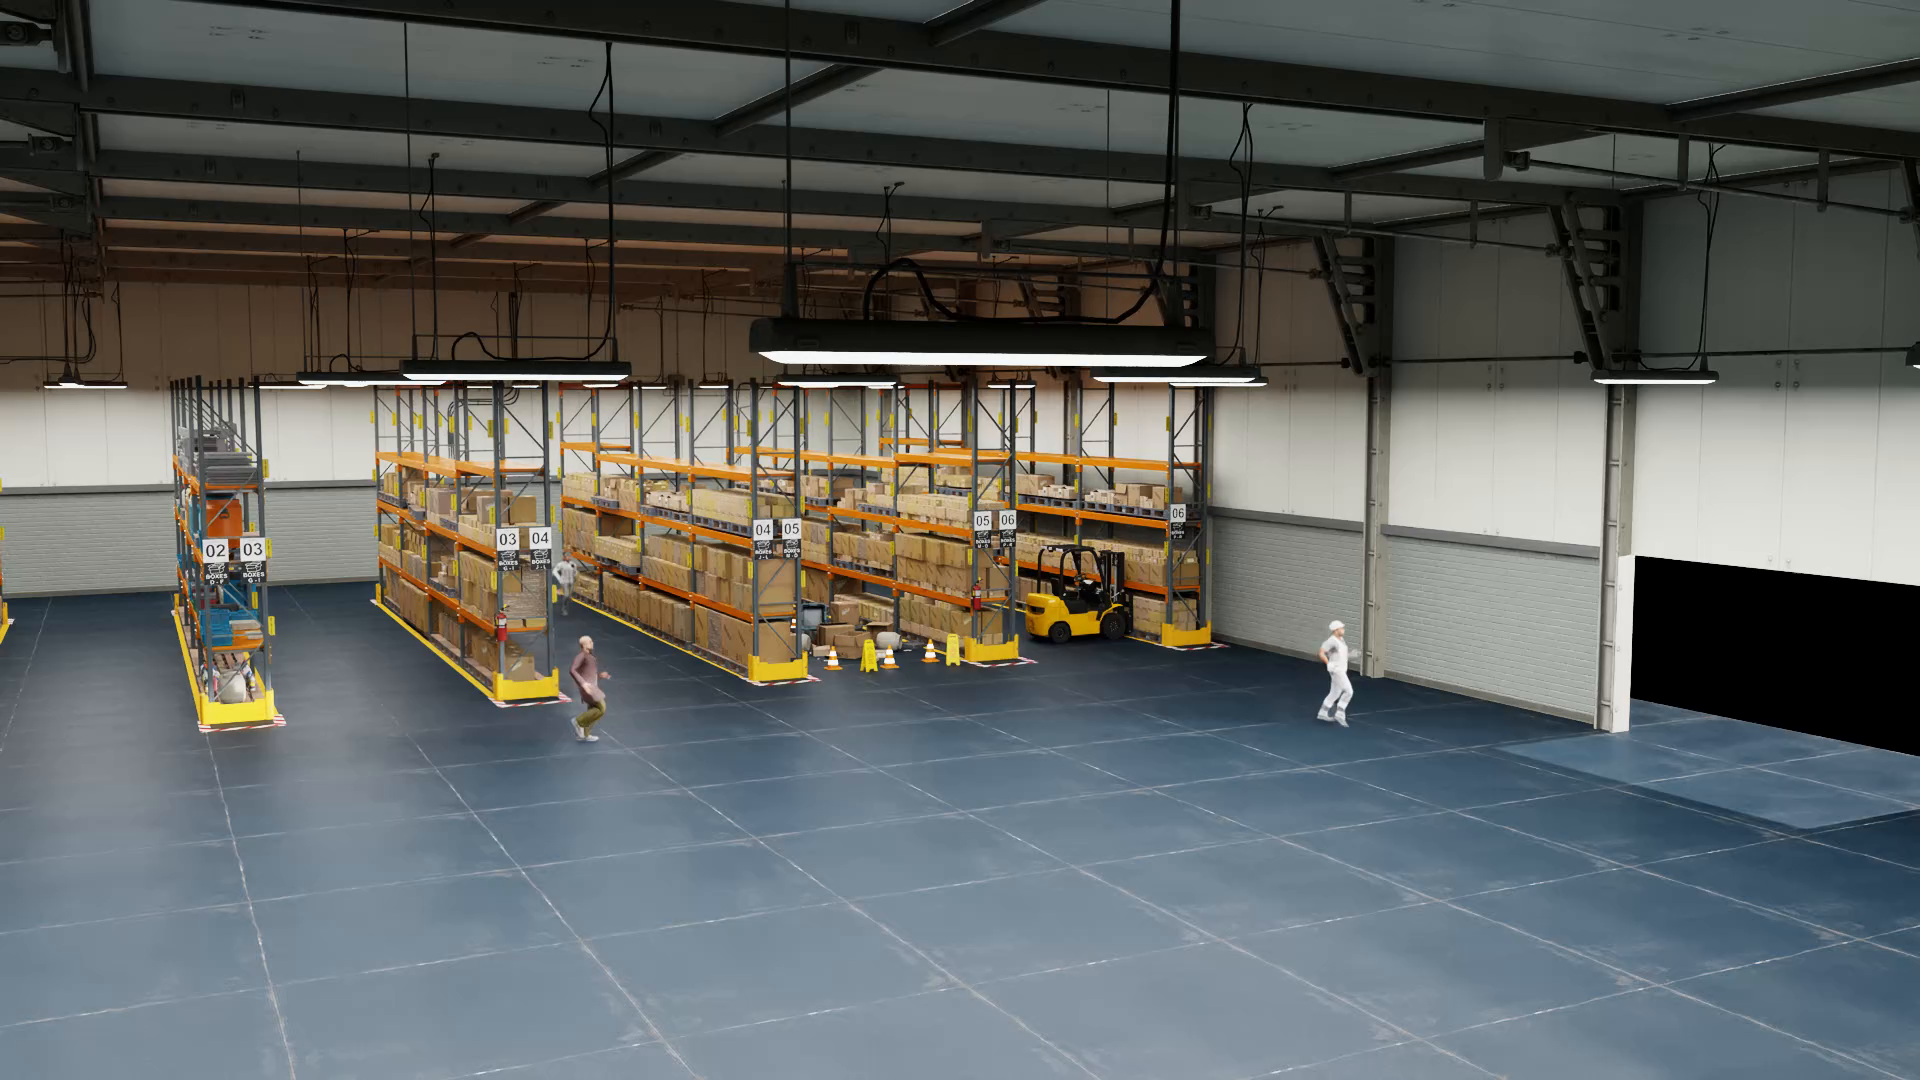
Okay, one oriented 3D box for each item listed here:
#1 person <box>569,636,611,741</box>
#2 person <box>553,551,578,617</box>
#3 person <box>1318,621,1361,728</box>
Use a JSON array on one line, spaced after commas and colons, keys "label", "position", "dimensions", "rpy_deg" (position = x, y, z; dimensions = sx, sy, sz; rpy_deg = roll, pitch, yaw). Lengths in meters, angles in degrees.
[{"label": "person", "position": [-6.036, 2.435, 27.226], "dimensions": [0.624, 1.735, 0.701], "rpy_deg": [0, 5, -2]}, {"label": "person", "position": [-10.004, 1.119, 42.406], "dimensions": [0.587, 1.704, 0.665], "rpy_deg": [-4, 6, -35]}, {"label": "person", "position": [6.502, 2.300, 28.551], "dimensions": [0.709, 1.833, 0.634], "rpy_deg": [2, 6, 23]}]
